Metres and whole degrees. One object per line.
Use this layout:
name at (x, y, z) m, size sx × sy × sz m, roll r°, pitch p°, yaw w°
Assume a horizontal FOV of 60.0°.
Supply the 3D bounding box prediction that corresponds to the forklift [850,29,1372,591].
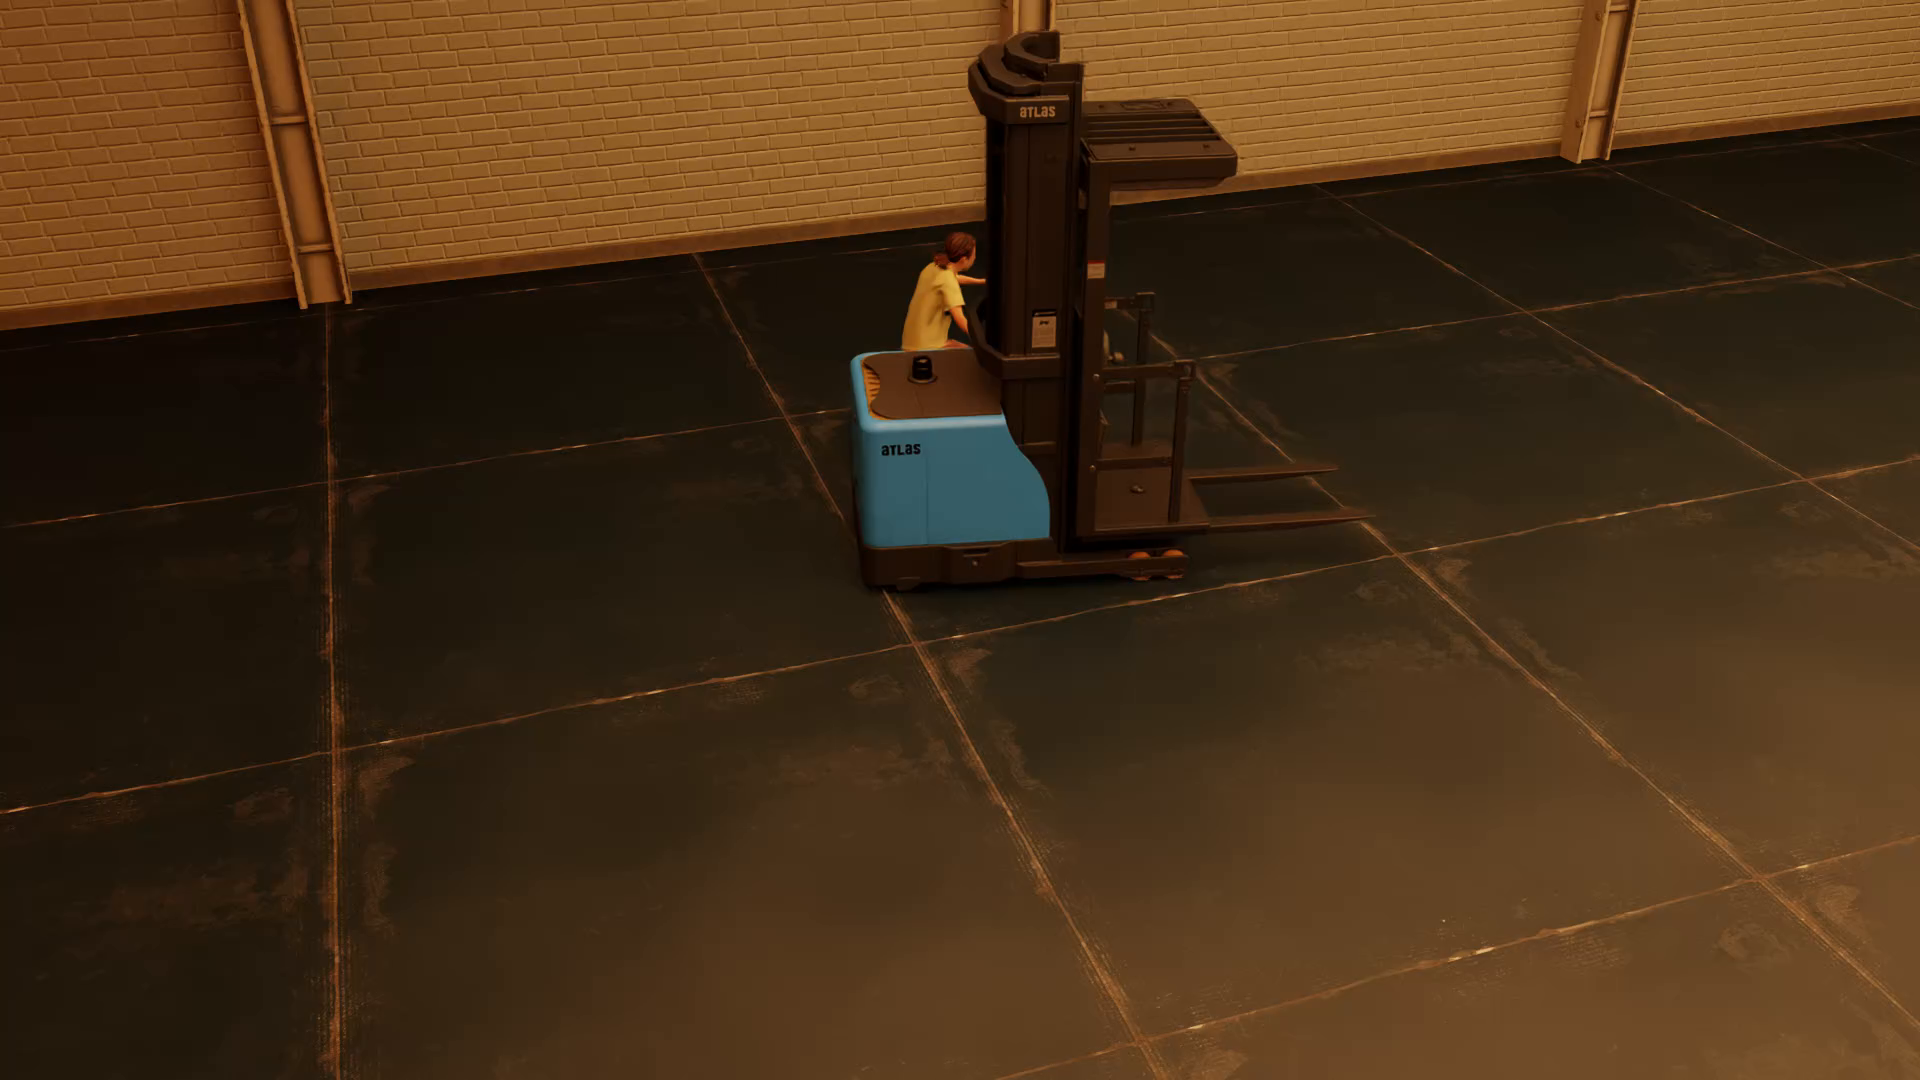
forklift at (0.895, -1.293, 9.335) m, size 3.031 × 2.935 × 1.130 m, roll -3°, pitch 30°, yaw -6°

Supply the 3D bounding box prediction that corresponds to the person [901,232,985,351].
person at (0.068, -1.267, 10.794) m, size 0.819 × 1.434 × 0.990 m, roll -18°, pitch 34°, yaw -28°
